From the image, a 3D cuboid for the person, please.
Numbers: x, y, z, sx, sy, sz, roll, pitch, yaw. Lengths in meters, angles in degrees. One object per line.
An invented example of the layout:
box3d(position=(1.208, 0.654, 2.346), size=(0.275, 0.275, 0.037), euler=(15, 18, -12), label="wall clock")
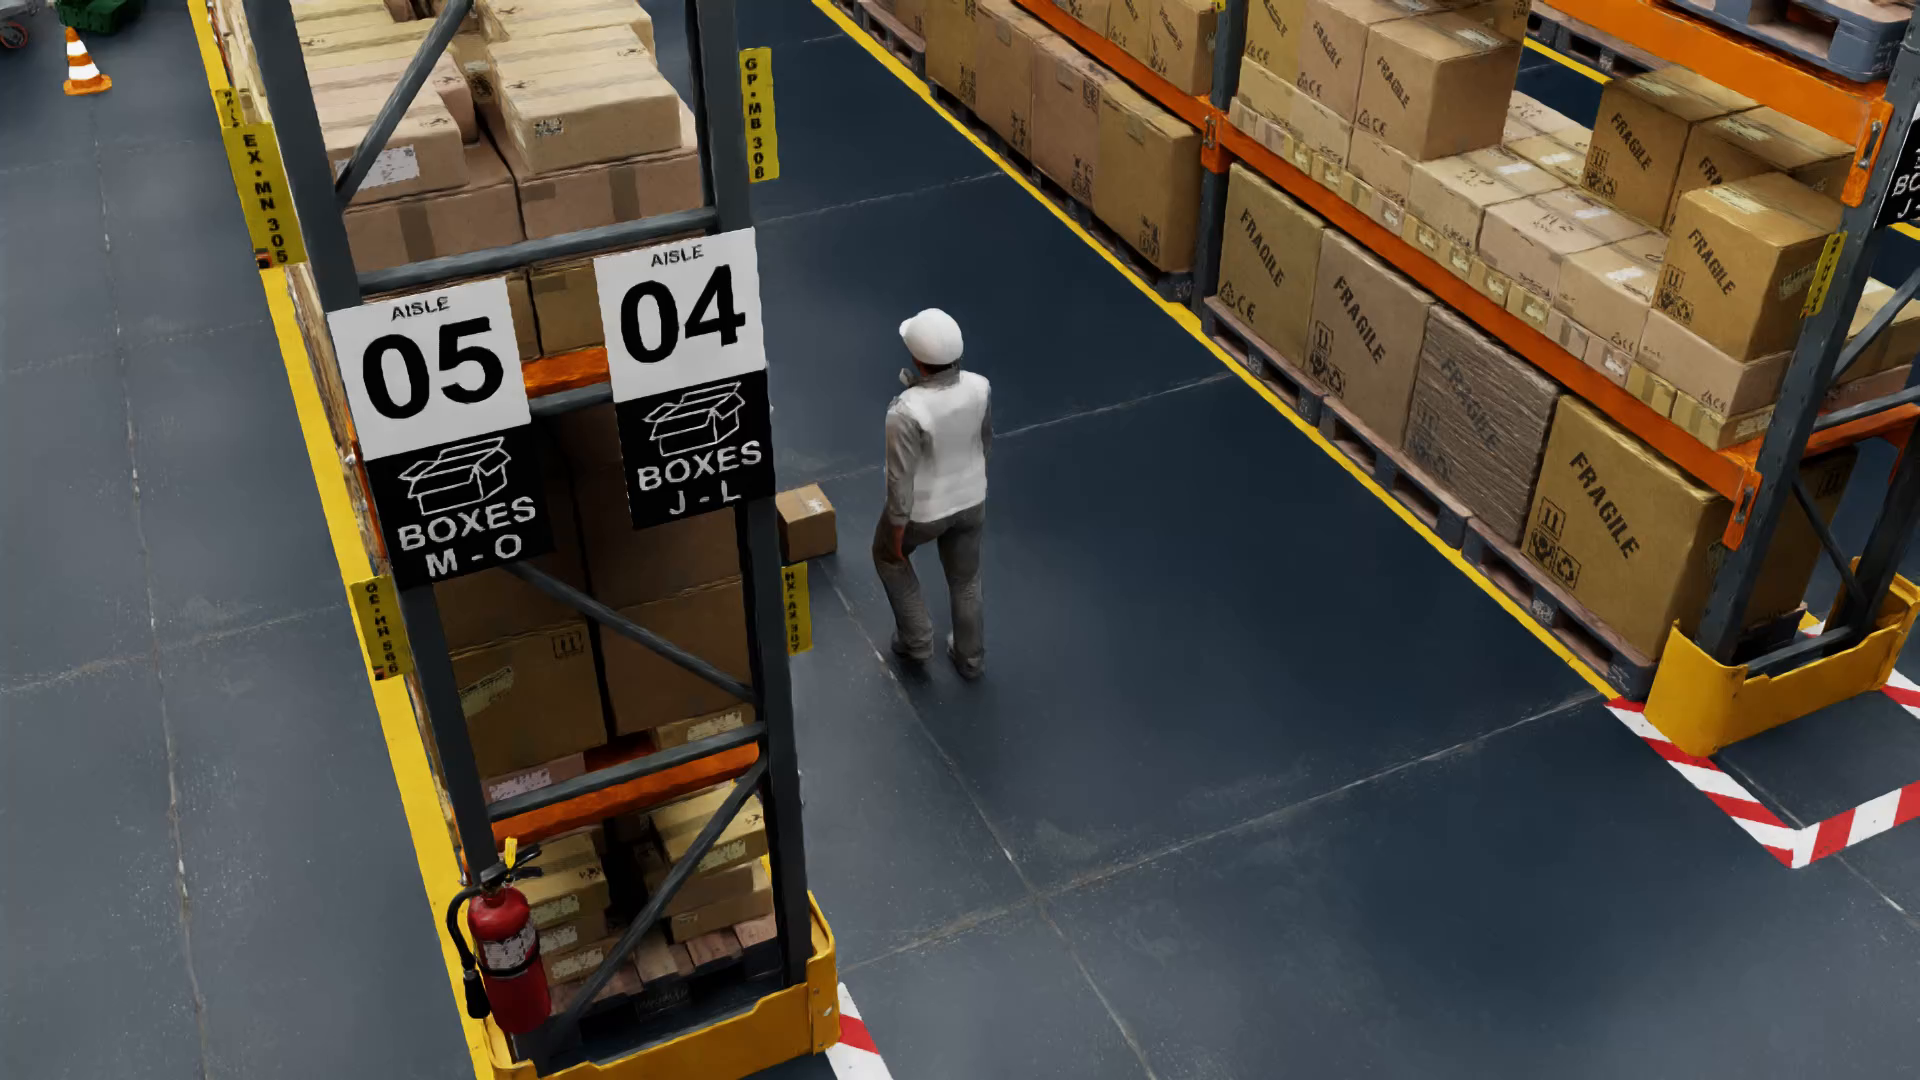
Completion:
box3d(position=(-0.100, -0.188, 7.055), size=(0.552, 1.764, 0.521), euler=(-20, 41, -24), label="person")
